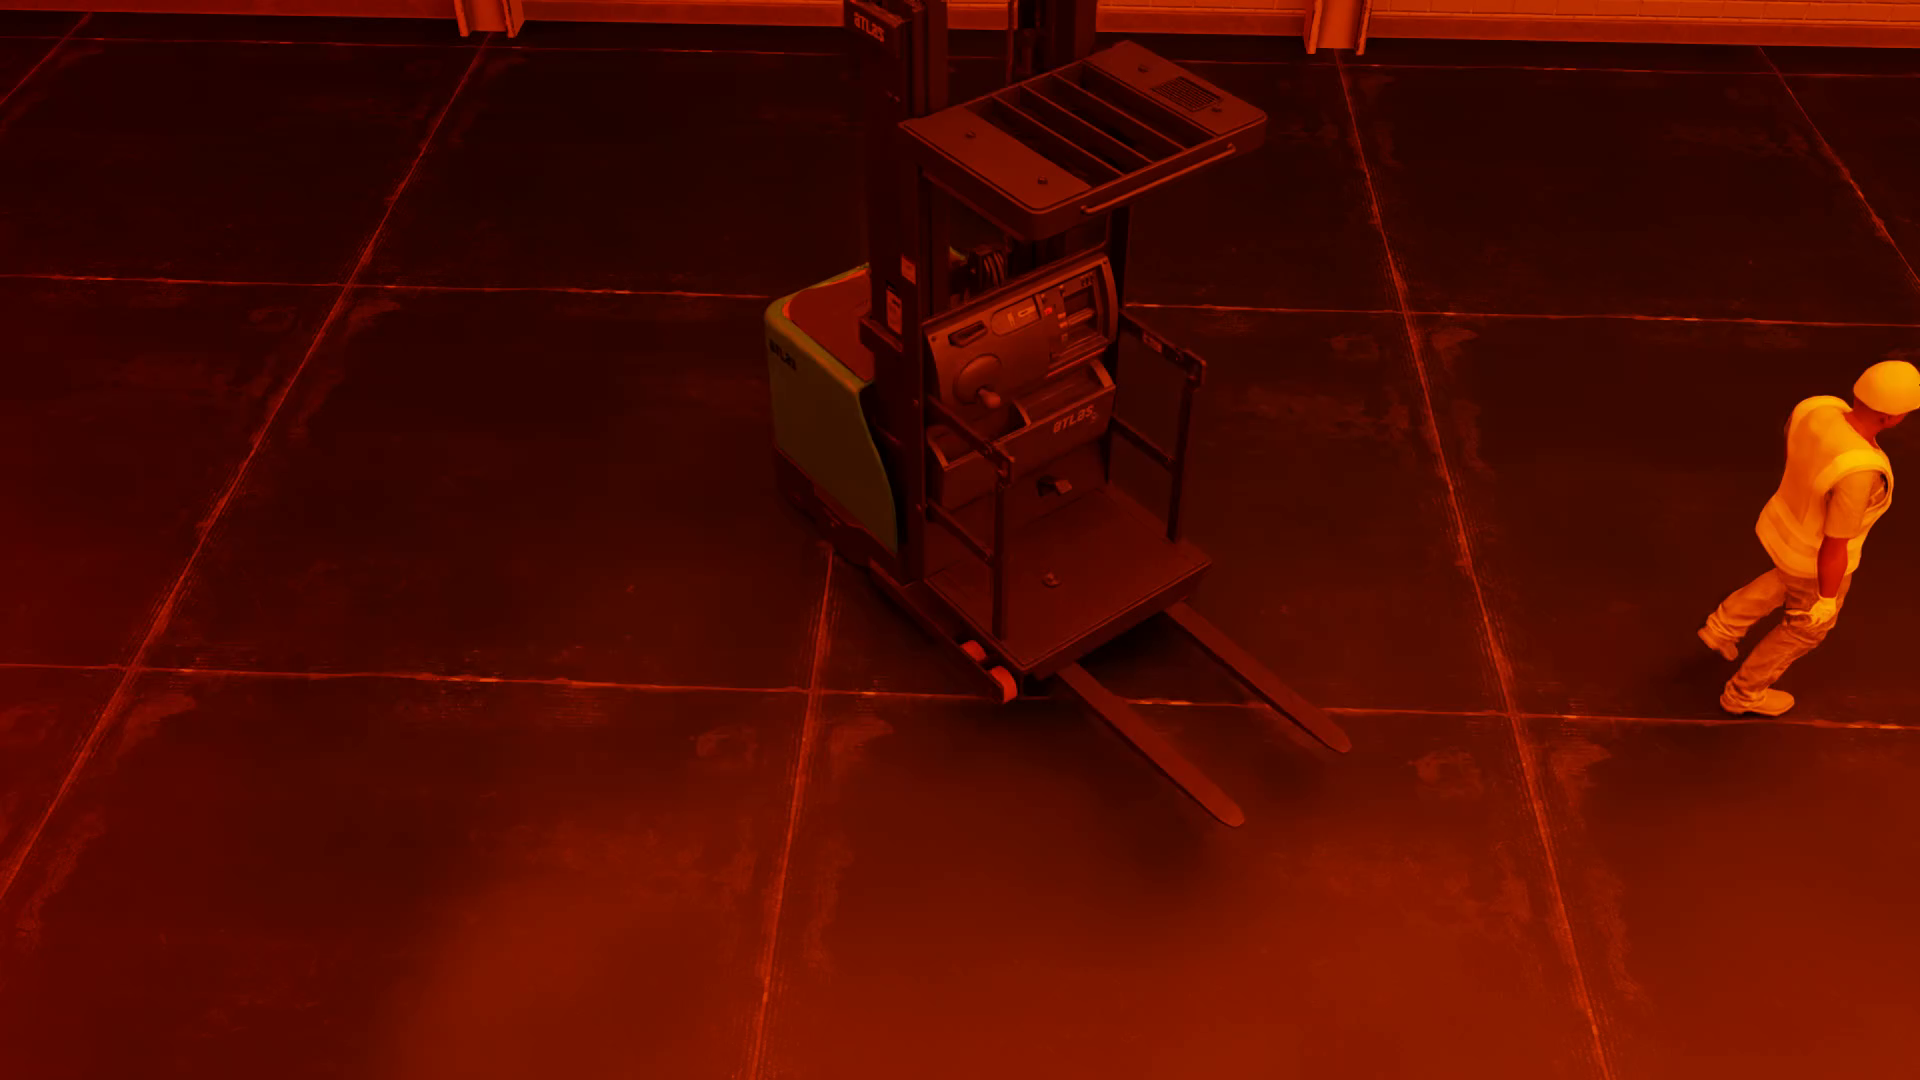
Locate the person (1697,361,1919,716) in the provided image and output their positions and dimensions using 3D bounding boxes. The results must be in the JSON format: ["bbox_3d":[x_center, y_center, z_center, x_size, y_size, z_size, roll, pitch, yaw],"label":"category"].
[{"bbox_3d":[3.409,0.005,6.603,0.467,1.764,0.731,-2,42,-2],"label":"person"}]

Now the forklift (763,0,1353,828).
[{"bbox_3d":[0.393,-0.758,6.573,1.130,2.935,3.031,-27,49,-27],"label":"forklift"}]
